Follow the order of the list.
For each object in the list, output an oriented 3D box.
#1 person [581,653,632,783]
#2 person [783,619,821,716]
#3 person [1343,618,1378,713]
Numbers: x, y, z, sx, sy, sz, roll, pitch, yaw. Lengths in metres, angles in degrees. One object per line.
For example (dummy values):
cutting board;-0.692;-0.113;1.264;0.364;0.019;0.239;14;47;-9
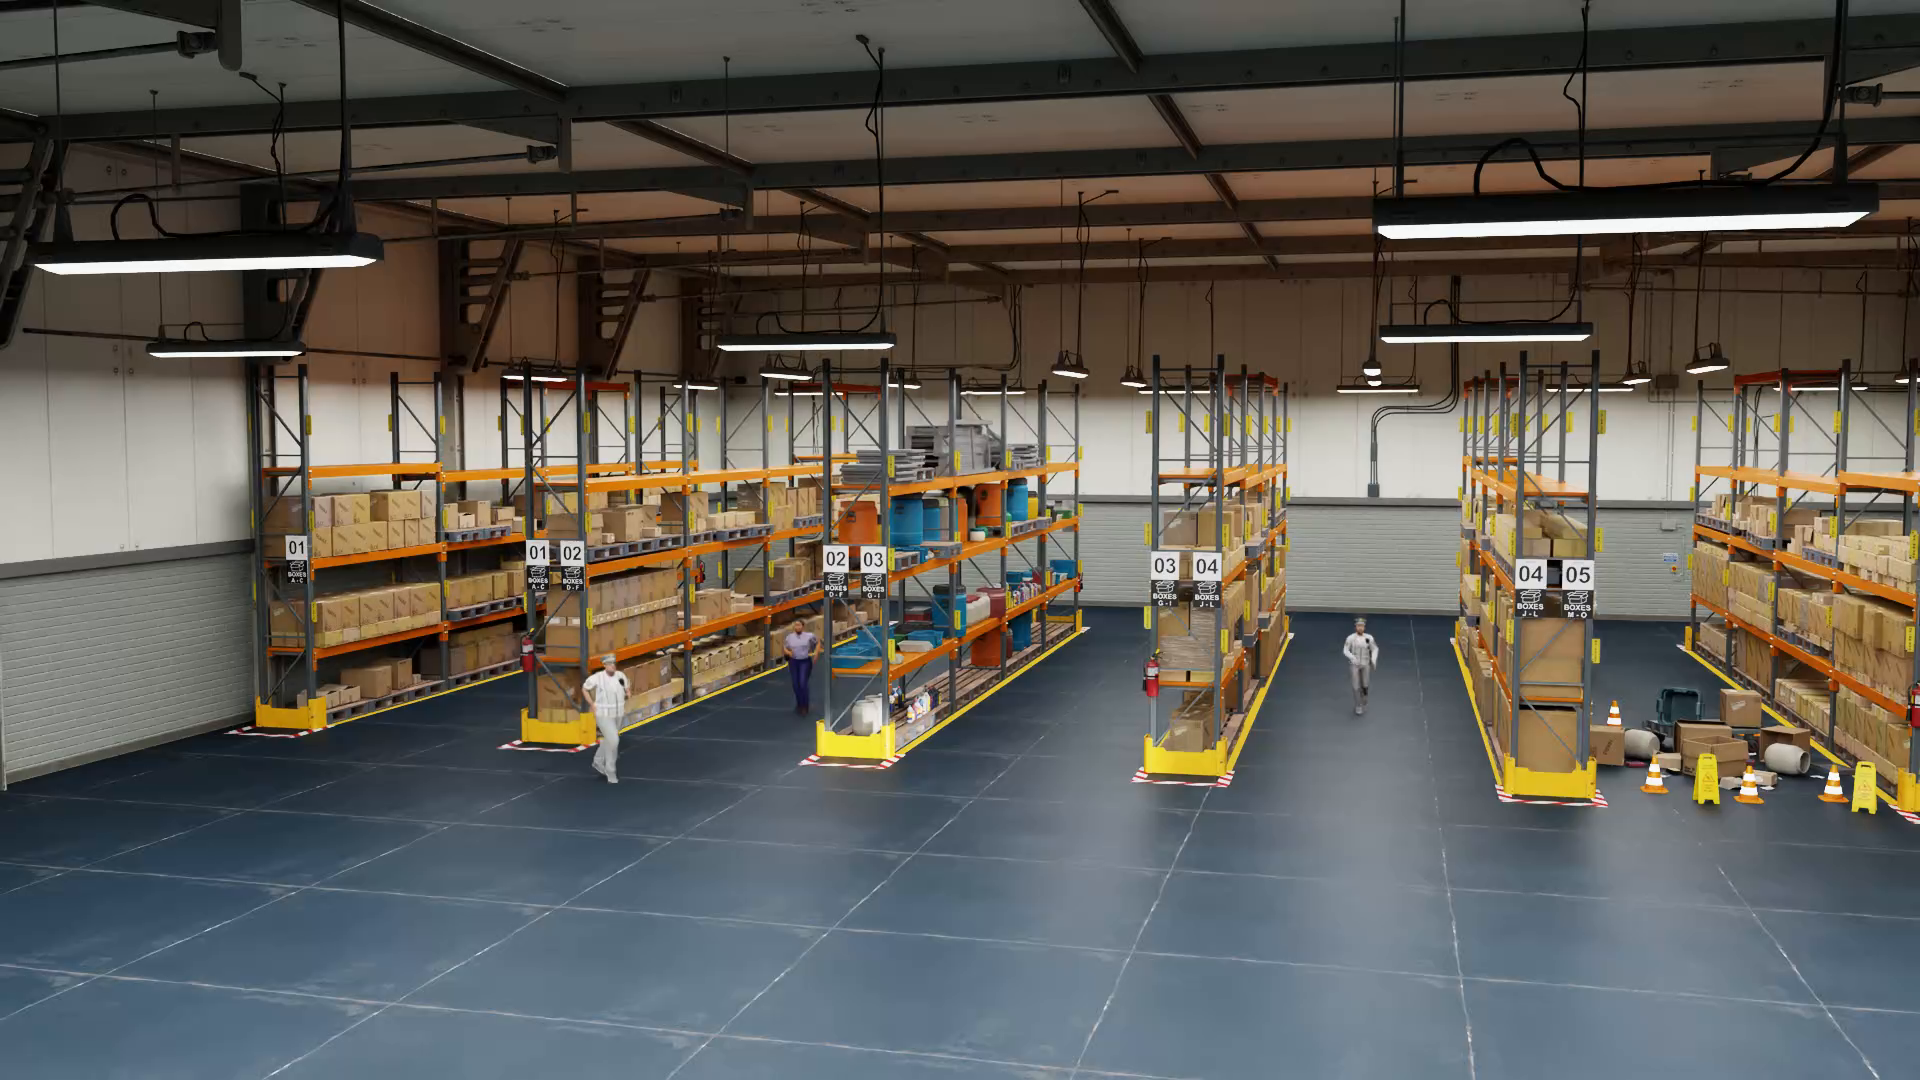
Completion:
person;-4.947;2.514;23.559;0.771;1.864;0.625;3;5;41
person;-2.760;2.213;28.825;0.613;1.704;0.711;1;4;10
person;6.973;2.184;28.932;0.607;1.659;0.515;1;4;11
